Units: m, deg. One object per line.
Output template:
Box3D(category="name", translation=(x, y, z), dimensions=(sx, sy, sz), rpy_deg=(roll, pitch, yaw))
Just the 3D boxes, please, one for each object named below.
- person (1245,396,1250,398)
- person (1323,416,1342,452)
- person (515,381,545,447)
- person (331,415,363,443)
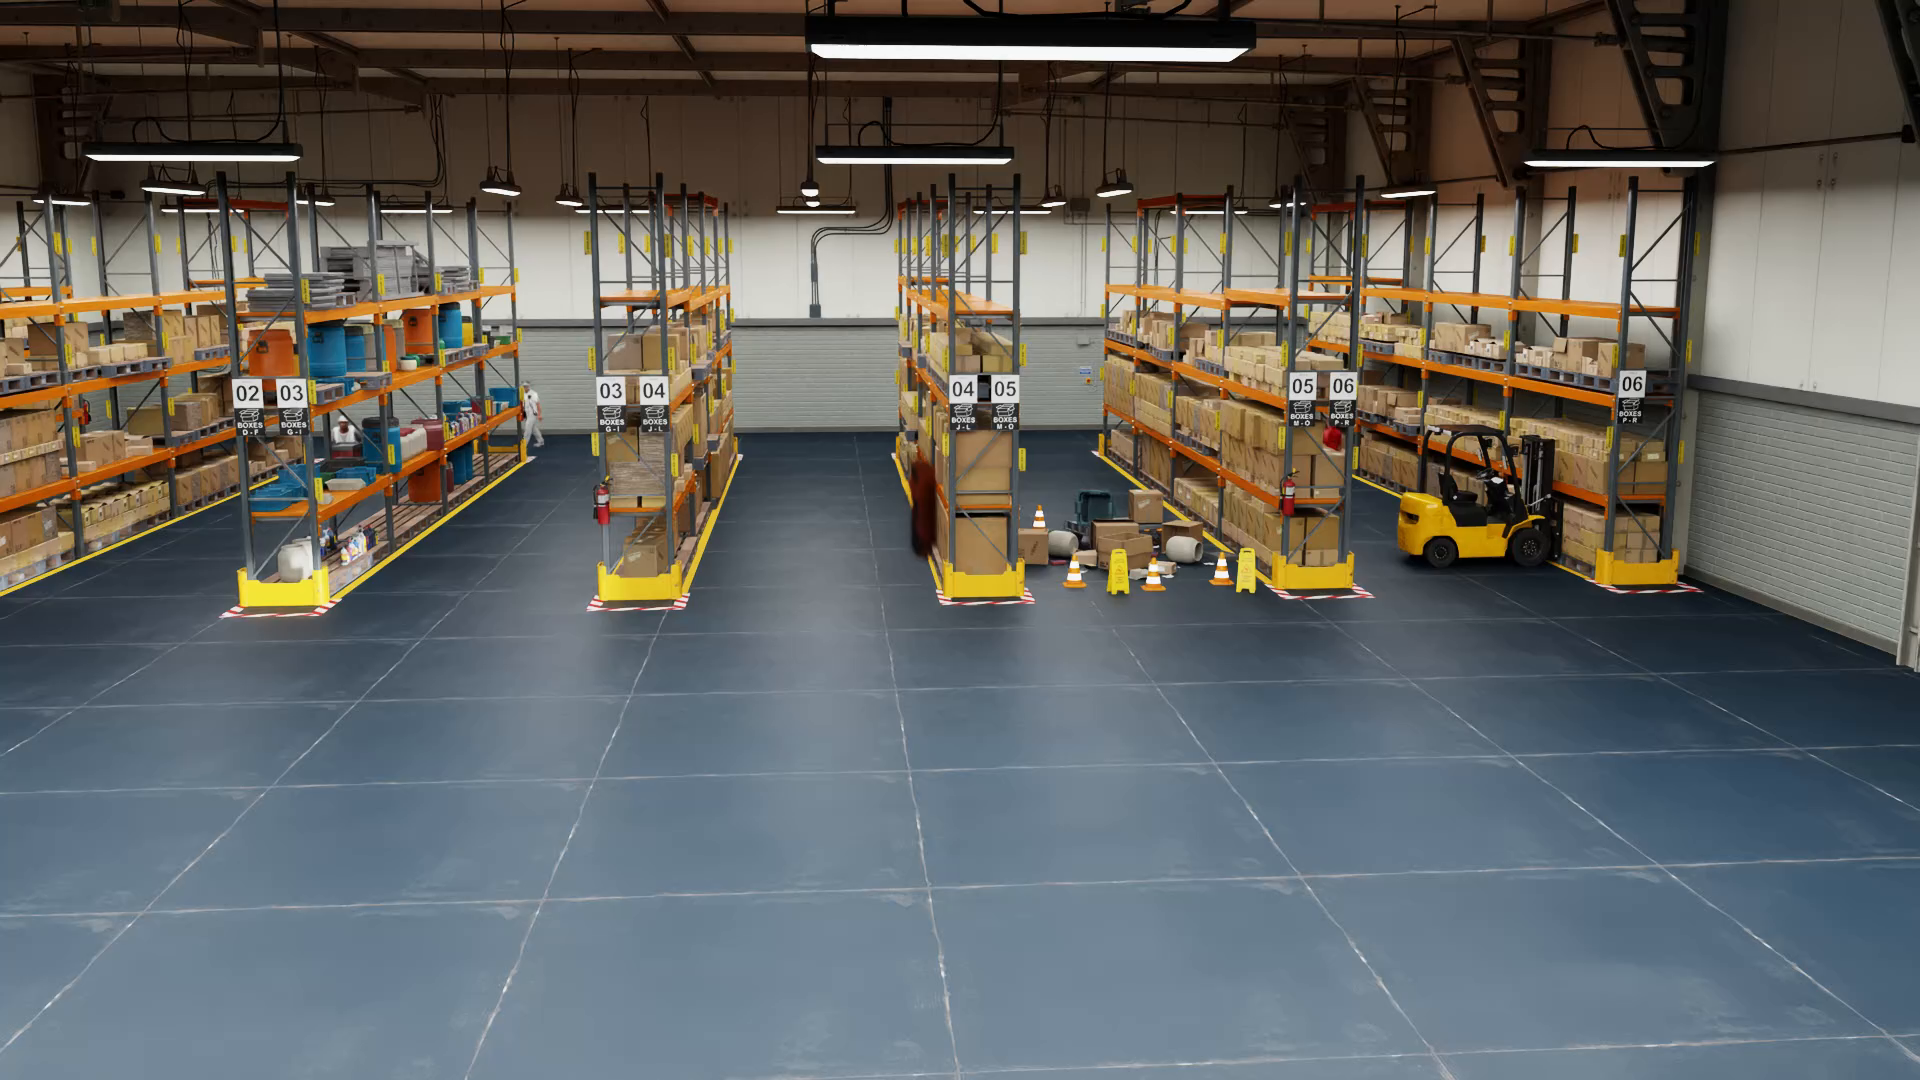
Box3D(category="person", translation=(6.799, -2.746, 39.665), dimensions=(0.804, 1.543, 0.468), rpy_deg=(4, 11, 24))
Box3D(category="person", translation=(7.230, -1.549, 32.586), dimensions=(0.580, 1.756, 0.413), rpy_deg=(-7, 12, -34))
Box3D(category="person", translation=(-10.752, -3.120, 41.348), dimensions=(0.510, 1.686, 1.069), rpy_deg=(7, 12, 35))
Box3D(category="person", translation=(-12.385, -1.710, 33.594), dimensions=(0.655, 1.672, 0.678), rpy_deg=(1, 10, 4))
